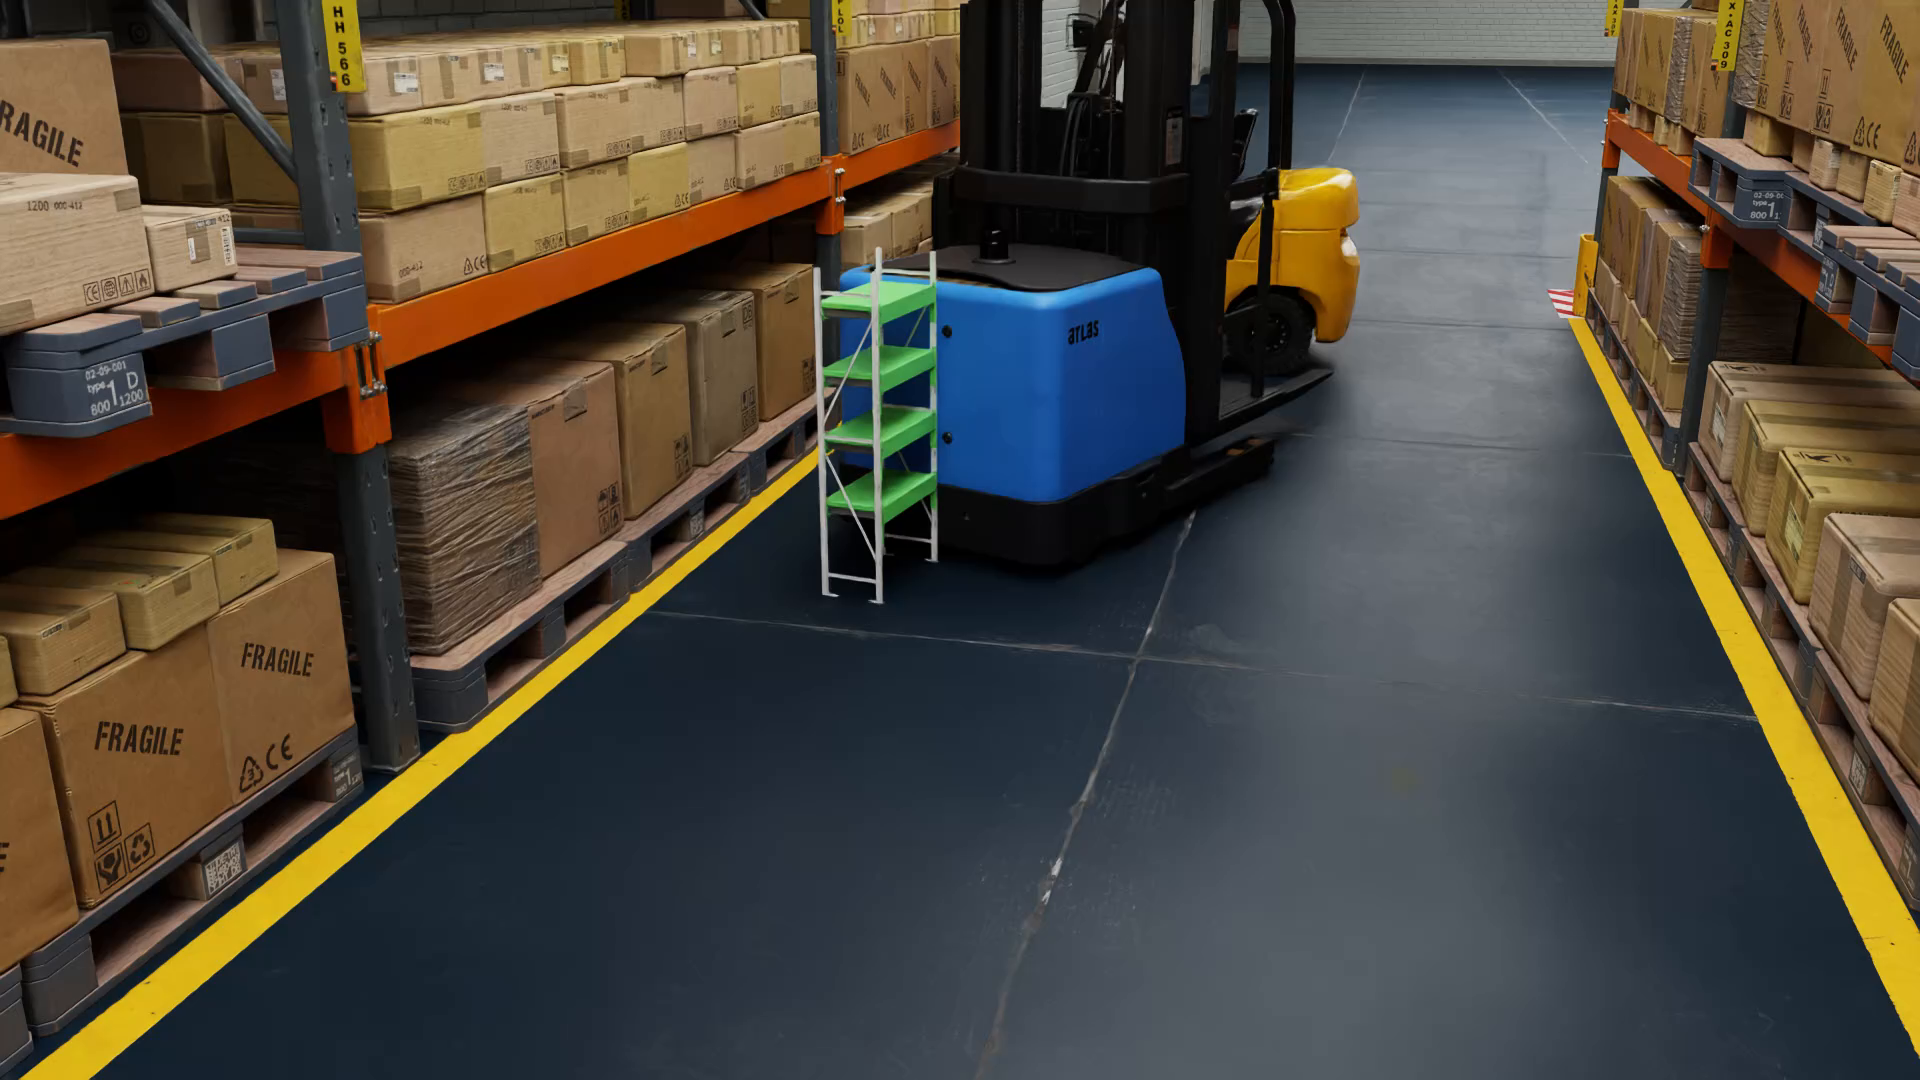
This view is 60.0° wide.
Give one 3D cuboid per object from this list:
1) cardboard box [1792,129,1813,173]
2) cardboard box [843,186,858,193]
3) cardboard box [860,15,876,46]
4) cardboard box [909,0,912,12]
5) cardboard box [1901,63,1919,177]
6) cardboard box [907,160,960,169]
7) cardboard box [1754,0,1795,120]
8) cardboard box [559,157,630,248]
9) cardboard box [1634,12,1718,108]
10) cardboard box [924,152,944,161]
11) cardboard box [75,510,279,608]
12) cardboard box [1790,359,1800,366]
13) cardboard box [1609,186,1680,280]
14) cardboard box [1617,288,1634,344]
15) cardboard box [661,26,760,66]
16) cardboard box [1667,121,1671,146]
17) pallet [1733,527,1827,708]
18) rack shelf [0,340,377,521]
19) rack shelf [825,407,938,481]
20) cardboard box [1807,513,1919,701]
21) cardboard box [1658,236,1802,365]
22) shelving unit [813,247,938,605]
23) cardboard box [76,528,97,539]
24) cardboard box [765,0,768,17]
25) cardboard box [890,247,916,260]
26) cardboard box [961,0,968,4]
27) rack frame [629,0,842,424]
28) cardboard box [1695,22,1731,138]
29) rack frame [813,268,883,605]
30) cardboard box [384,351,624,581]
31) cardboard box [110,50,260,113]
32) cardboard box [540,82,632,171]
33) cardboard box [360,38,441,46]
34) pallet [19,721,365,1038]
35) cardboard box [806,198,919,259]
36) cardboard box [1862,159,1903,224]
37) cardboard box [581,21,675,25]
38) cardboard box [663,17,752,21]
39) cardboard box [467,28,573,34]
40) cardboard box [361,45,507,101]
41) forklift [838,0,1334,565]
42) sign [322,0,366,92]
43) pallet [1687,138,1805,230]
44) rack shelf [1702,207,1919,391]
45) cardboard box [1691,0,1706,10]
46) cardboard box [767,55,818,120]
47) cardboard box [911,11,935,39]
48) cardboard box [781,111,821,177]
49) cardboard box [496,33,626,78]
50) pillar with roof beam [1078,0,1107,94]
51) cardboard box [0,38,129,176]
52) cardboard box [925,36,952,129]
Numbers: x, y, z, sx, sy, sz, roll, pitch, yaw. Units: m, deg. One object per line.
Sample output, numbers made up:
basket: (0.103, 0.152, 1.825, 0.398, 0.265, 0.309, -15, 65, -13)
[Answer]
cardboard box: (3.117, -1.353, 5.747, 0.380, 0.149, 0.250, 5, 19, 14)
cardboard box: (-0.909, -1.920, 9.725, 0.500, 0.250, 0.500, 5, 19, 14)
cardboard box: (-0.656, -2.661, 8.678, 0.380, 0.149, 0.250, 5, 19, 13)
cardboard box: (-0.484, -3.044, 9.339, 0.380, 0.149, 0.250, 5, 19, 13)
cardboard box: (2.706, -1.132, 4.095, 0.500, 0.500, 0.500, 4, 19, 13)
cardboard box: (-0.040, -2.357, 11.005, 0.500, 0.250, 0.500, 5, 19, 14)
cardboard box: (3.212, -1.777, 5.984, 0.500, 0.500, 0.500, 5, 19, 14)
cardboard box: (-1.473, -1.176, 5.723, 0.500, 0.250, 0.500, 4, 19, 12)
cardboard box: (4.072, -2.664, 9.232, 0.500, 0.500, 0.500, 4, 19, 12)
cardboard box: (-0.411, -2.551, 11.572, 0.500, 0.250, 0.500, 4, 19, 13)
cardboard box: (-1.940, 0.044, 4.133, 0.380, 0.149, 0.250, 4, 19, 11)
cardboard box: (4.132, -0.732, 7.795, 0.500, 0.250, 0.500, 4, 19, 11)
cardboard box: (4.110, -1.775, 9.687, 0.500, 0.500, 0.500, 4, 19, 11)
cardboard box: (3.985, -1.260, 9.340, 0.500, 0.250, 0.500, 6, 20, 17)
cardboard box: (-1.048, -2.044, 6.873, 0.380, 0.149, 0.250, 4, 19, 12)
cardboard box: (3.846, -2.074, 8.507, 0.380, 0.149, 0.250, 4, 19, 12)
pallet: (3.242, 0.276, 5.553, 1.003, 0.211, 1.213, 5, 19, 13)
rack shelf: (-2.554, 0.159, 2.694, 1.077, 0.370, 4.000, 5, 19, 13)
rack shelf: (-0.295, -0.363, 6.092, 0.258, 0.148, 0.480, 8, 20, 22)
cardboard box: (3.069, 0.219, 4.821, 0.950, 0.372, 0.625, 4, 19, 12)
cardboard box: (3.611, -1.130, 7.800, 0.500, 0.500, 0.500, 4, 19, 13)
shelving unit: (-0.295, -0.424, 6.072, 0.258, 1.200, 0.503, 8, 20, 22)
cardboard box: (-2.440, 0.286, 4.428, 0.500, 0.500, 0.500, 5, 20, 15)
cardboard box: (-0.763, -2.724, 8.404, 0.380, 0.149, 0.250, 5, 19, 14)
cardboard box: (-0.549, -1.481, 9.215, 0.500, 0.250, 0.500, 5, 19, 13)
cardboard box: (-0.150, -3.355, 10.252, 0.380, 0.149, 0.250, 5, 20, 15)
rack frame: (-1.088, -2.062, 8.084, 1.000, 3.000, 0.127, 5, 19, 13)
cardboard box: (3.594, -2.018, 7.341, 0.500, 0.500, 0.500, 4, 19, 12)
rack frame: (-0.391, -0.351, 5.859, 0.240, 1.200, 0.015, 8, 20, 22)
cardboard box: (-1.747, -0.283, 5.900, 0.875, 0.625, 0.625, 5, 20, 15)
cardboard box: (-2.182, -1.281, 4.638, 0.380, 0.149, 0.250, 5, 20, 15)
cardboard box: (-1.451, -1.413, 5.643, 0.500, 0.250, 0.500, 4, 19, 12)
cardboard box: (-1.972, -1.606, 5.590, 0.380, 0.149, 0.250, 5, 19, 13)
pallet: (-2.284, 0.742, 4.188, 1.003, 0.211, 1.213, 5, 19, 13)
cardboard box: (-0.531, -1.719, 9.137, 0.500, 0.250, 0.500, 5, 19, 13)
cardboard box: (2.737, -0.957, 4.586, 0.380, 0.149, 0.250, 5, 19, 14)
cardboard box: (-1.498, -2.243, 7.456, 0.380, 0.149, 0.250, 4, 19, 12)
cardboard box: (-1.258, -2.537, 8.317, 0.380, 0.149, 0.250, 5, 19, 13)
cardboard box: (-1.744, -1.928, 6.532, 0.380, 0.149, 0.250, 5, 19, 13)
cardboard box: (-1.600, -1.406, 5.004, 0.380, 0.149, 0.250, 5, 20, 15)
forklift: (0.774, -1.709, 7.156, 1.130, 2.935, 3.031, 13, 23, 33)
sign: (-1.536, -1.279, 4.122, 0.100, 0.325, 0.005, 5, 19, 13)
pallet: (3.399, -1.352, 6.303, 1.003, 0.211, 1.213, 5, 19, 13)
rack shelf: (3.238, -0.704, 5.221, 1.077, 0.370, 4.000, 5, 19, 13)
cardboard box: (4.791, -3.409, 9.865, 0.700, 0.500, 0.500, 4, 19, 12)
cardboard box: (-0.960, -2.054, 7.518, 0.500, 0.250, 0.500, 4, 19, 12)
cardboard box: (-0.358, -2.979, 9.609, 0.380, 0.149, 0.250, 4, 19, 12)
cardboard box: (-0.957, -1.812, 7.585, 0.500, 0.250, 0.500, 5, 20, 15)
cardboard box: (-1.427, -1.734, 5.965, 0.380, 0.149, 0.250, 5, 19, 13)
pillar with roof beam: (5.952, -9.429, 20.371, 9.100, 9.000, 0.400, 5, 19, 13)
cardboard box: (-2.342, -0.905, 3.893, 0.500, 0.500, 0.500, 6, 20, 16)
cardboard box: (-0.349, -2.707, 9.818, 0.500, 0.500, 0.500, 5, 19, 14)
